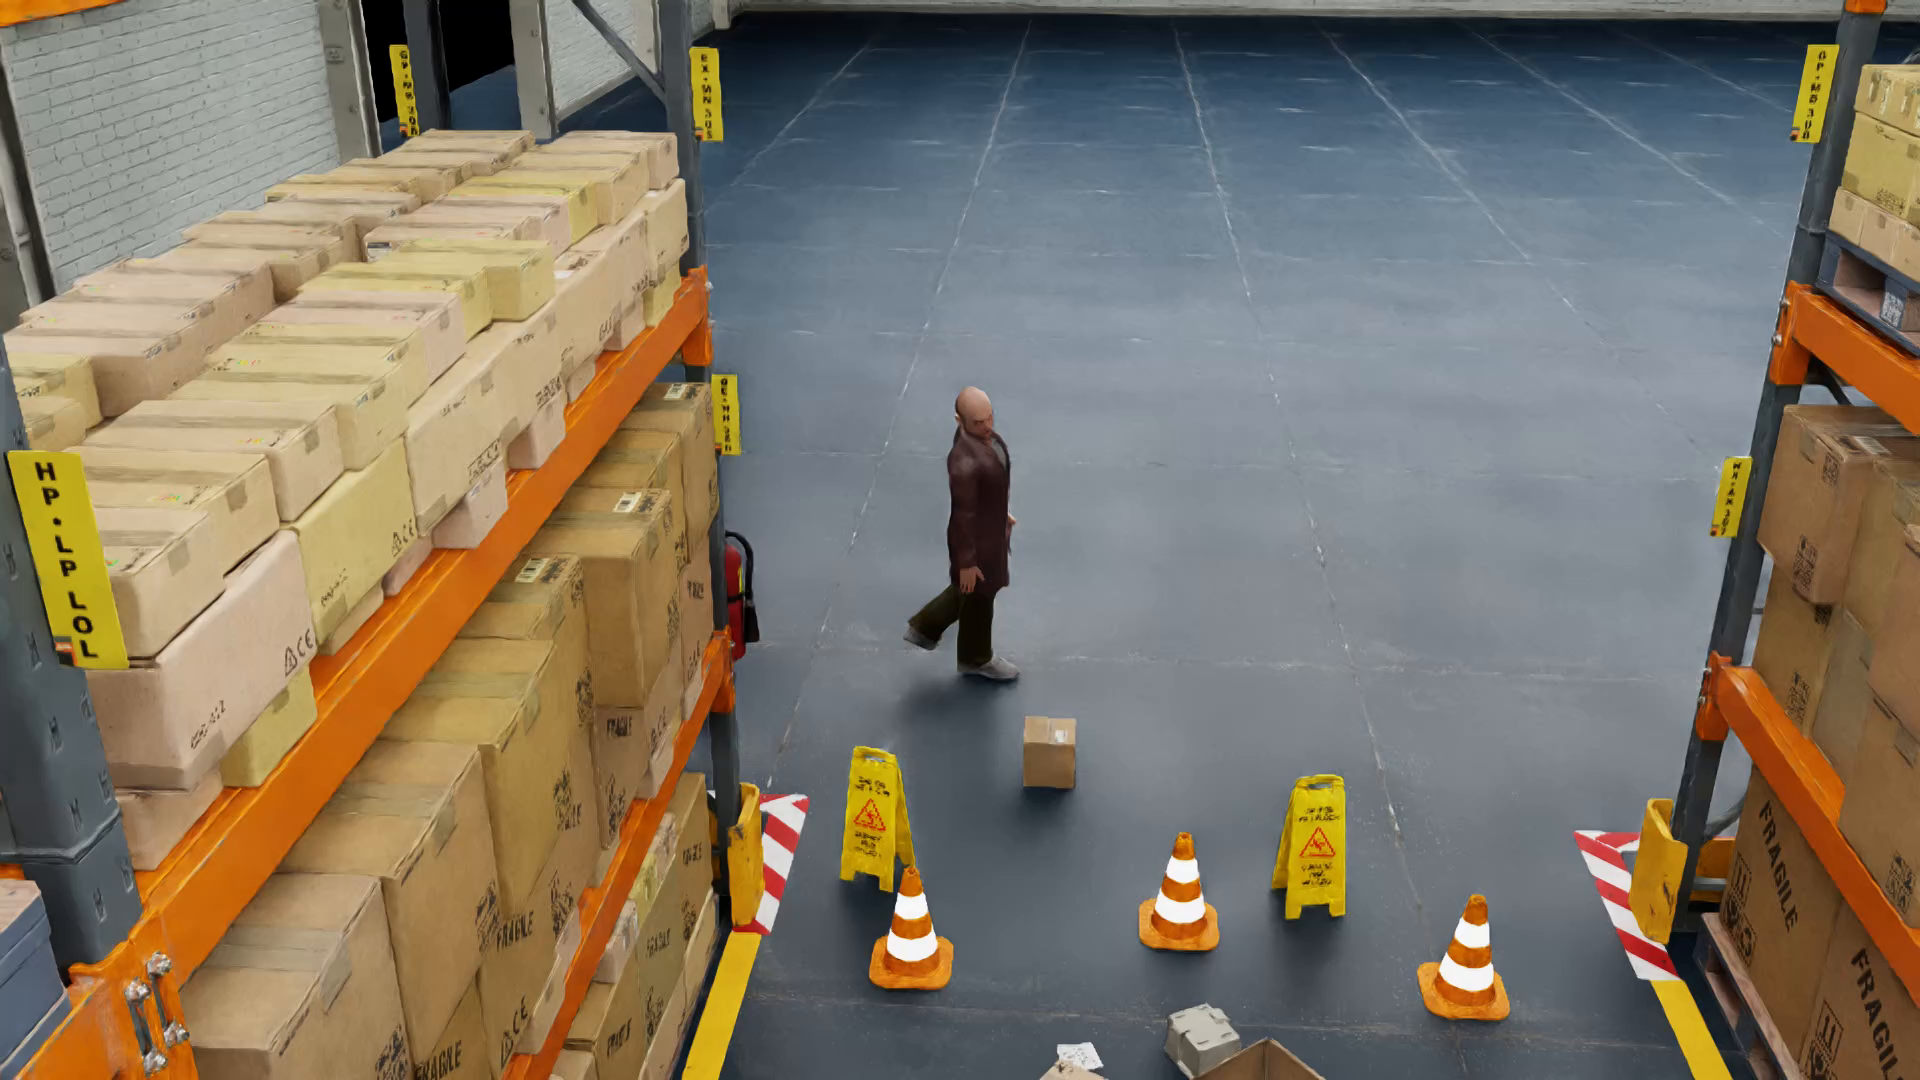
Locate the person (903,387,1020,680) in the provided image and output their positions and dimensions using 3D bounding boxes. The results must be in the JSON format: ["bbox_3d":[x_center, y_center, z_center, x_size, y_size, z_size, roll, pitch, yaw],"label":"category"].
[{"bbox_3d":[0.010,0.033,8.712,0.634,1.636,0.648,0,24,-1],"label":"person"}]
